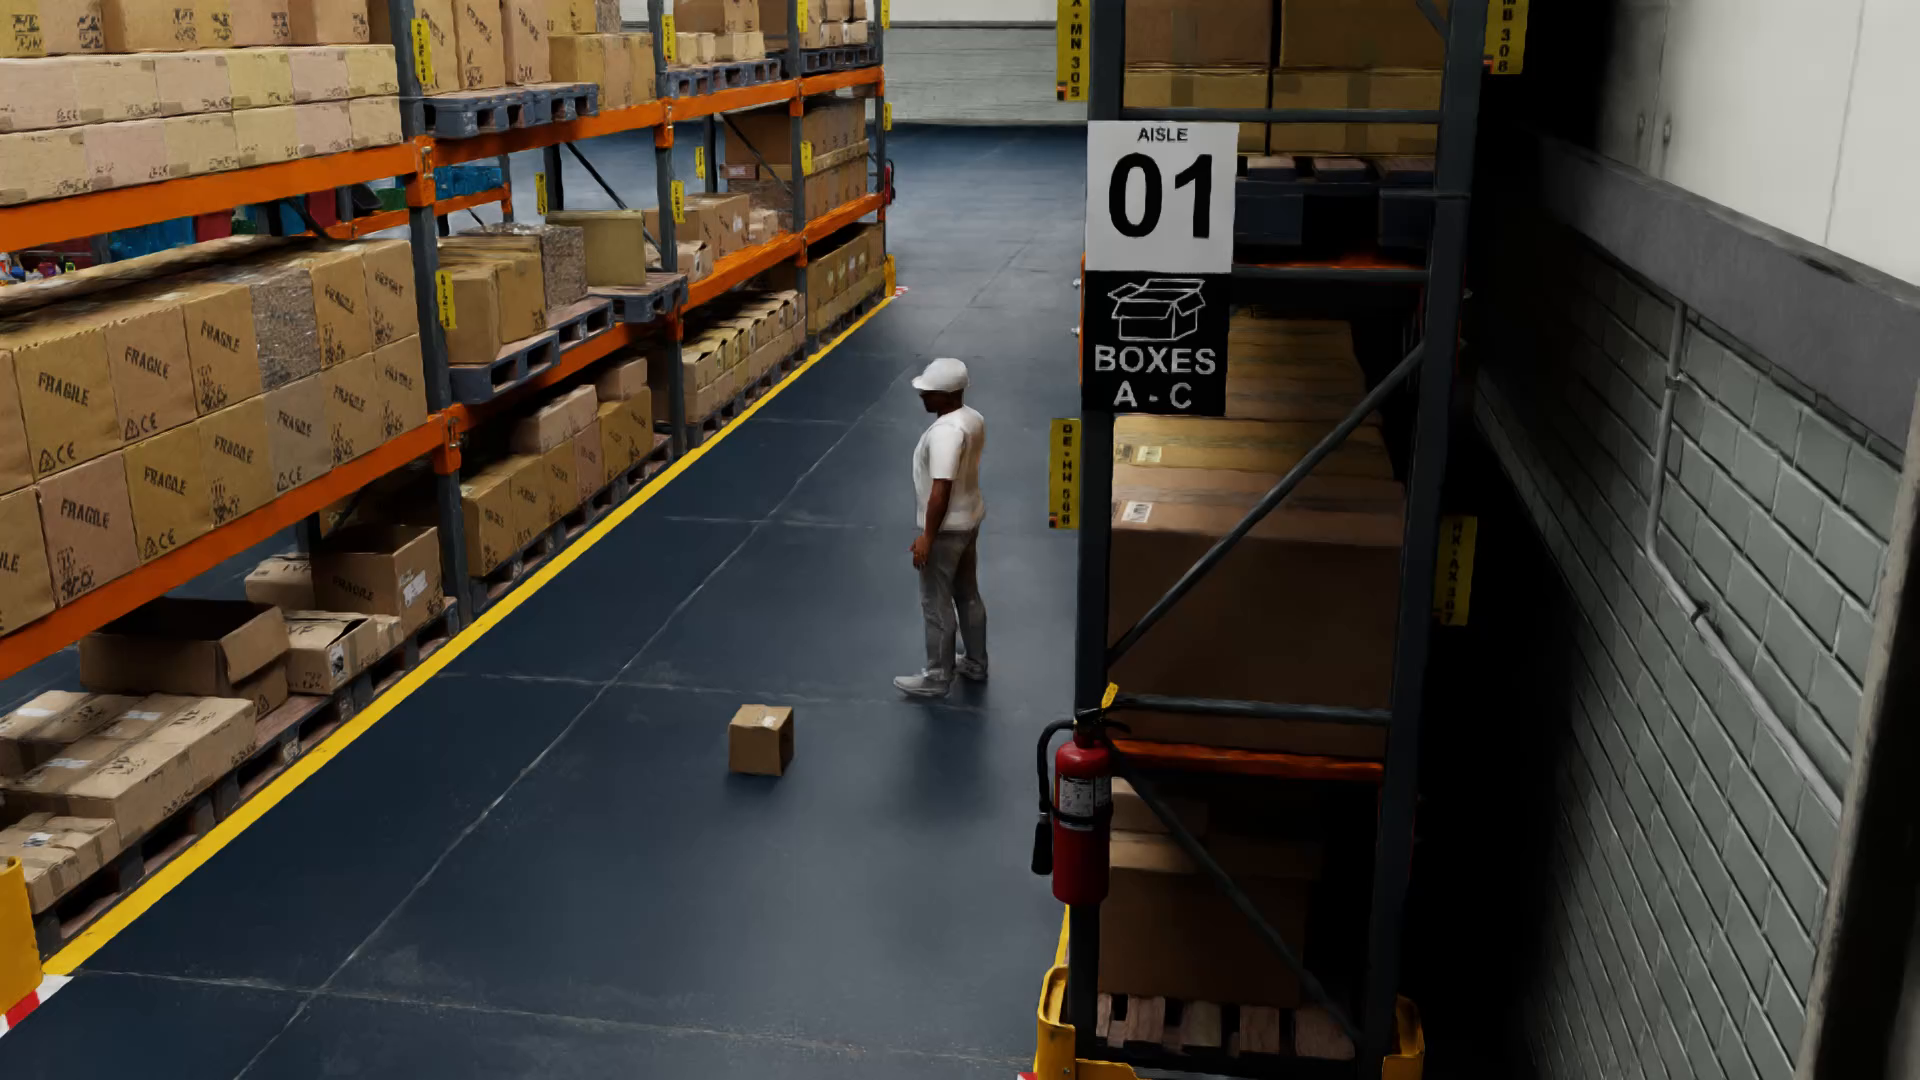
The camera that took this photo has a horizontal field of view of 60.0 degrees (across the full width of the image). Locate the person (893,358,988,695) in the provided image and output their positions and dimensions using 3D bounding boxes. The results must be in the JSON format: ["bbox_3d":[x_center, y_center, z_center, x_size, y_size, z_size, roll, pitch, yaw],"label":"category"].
[{"bbox_3d":[-0.091,-0.075,8.663,0.434,1.759,0.640,6,19,18],"label":"person"}]
